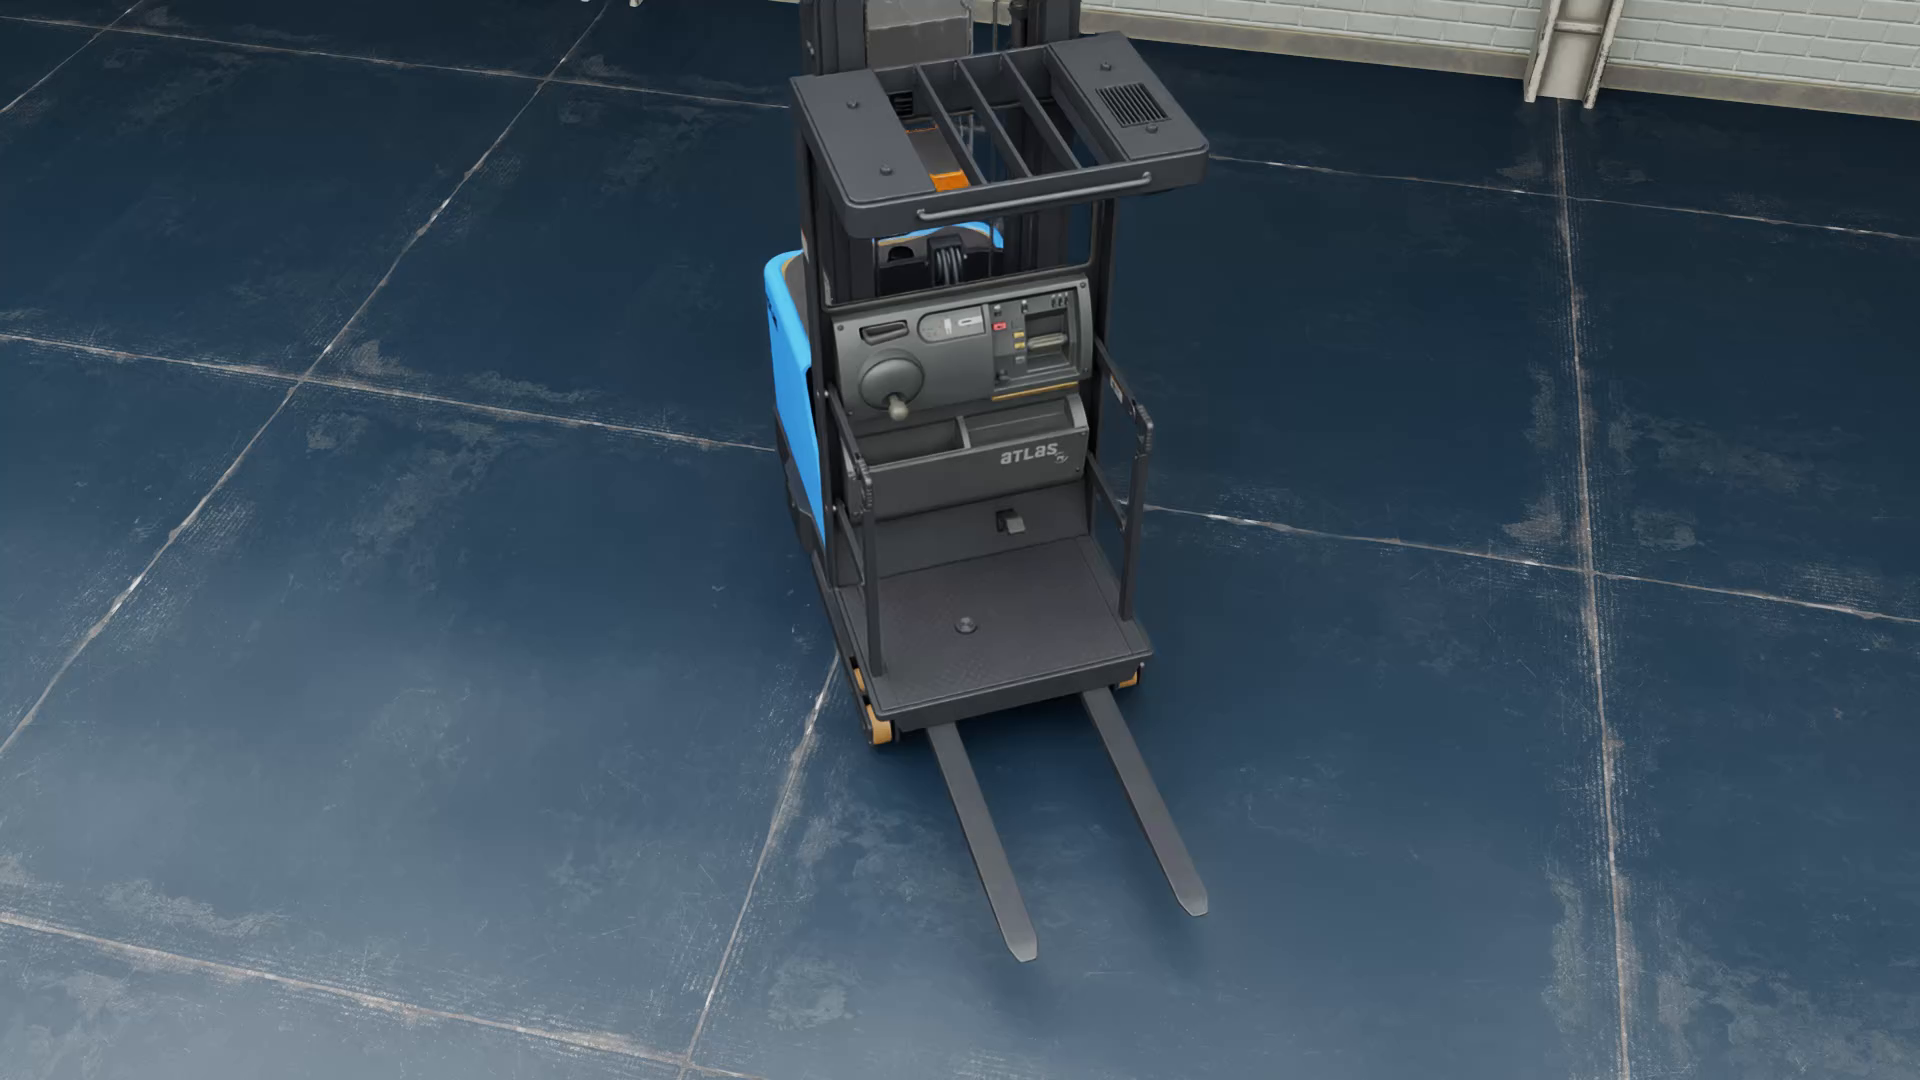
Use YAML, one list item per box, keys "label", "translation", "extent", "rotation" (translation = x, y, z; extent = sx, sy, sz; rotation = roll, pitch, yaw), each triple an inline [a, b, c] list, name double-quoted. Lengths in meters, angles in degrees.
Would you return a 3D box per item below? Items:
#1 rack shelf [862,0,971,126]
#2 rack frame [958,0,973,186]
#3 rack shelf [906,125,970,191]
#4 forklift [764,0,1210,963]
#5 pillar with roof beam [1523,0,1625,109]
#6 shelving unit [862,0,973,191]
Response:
- label: "rack shelf"
  translation: [-0.245, -1.984, 6.767]
  extent: [0.480, 0.518, 0.431]
  rotation: [-12, 45, -12]
- label: "rack frame"
  translation: [-0.011, -1.538, 7.294]
  extent: [0.015, 2.100, 0.400]
  rotation: [-12, 45, -12]
- label: "rack shelf"
  translation: [-0.245, -1.480, 7.253]
  extent: [0.480, 0.518, 0.431]
  rotation: [-12, 45, -12]
- label: "forklift"
  translation: [0.083, -0.582, 5.701]
  extent: [1.130, 2.935, 3.031]
  rotation: [-12, 45, -12]
- label: "pillar with roof beam"
  translation: [2.659, -3.023, 3.862]
  extent: [0.400, 9.000, 9.100]
  rotation: [9, 45, 9]
- label: "shelving unit"
  translation: [-0.245, -1.489, 7.243]
  extent: [0.503, 2.100, 0.431]
  rotation: [-12, 45, -12]
